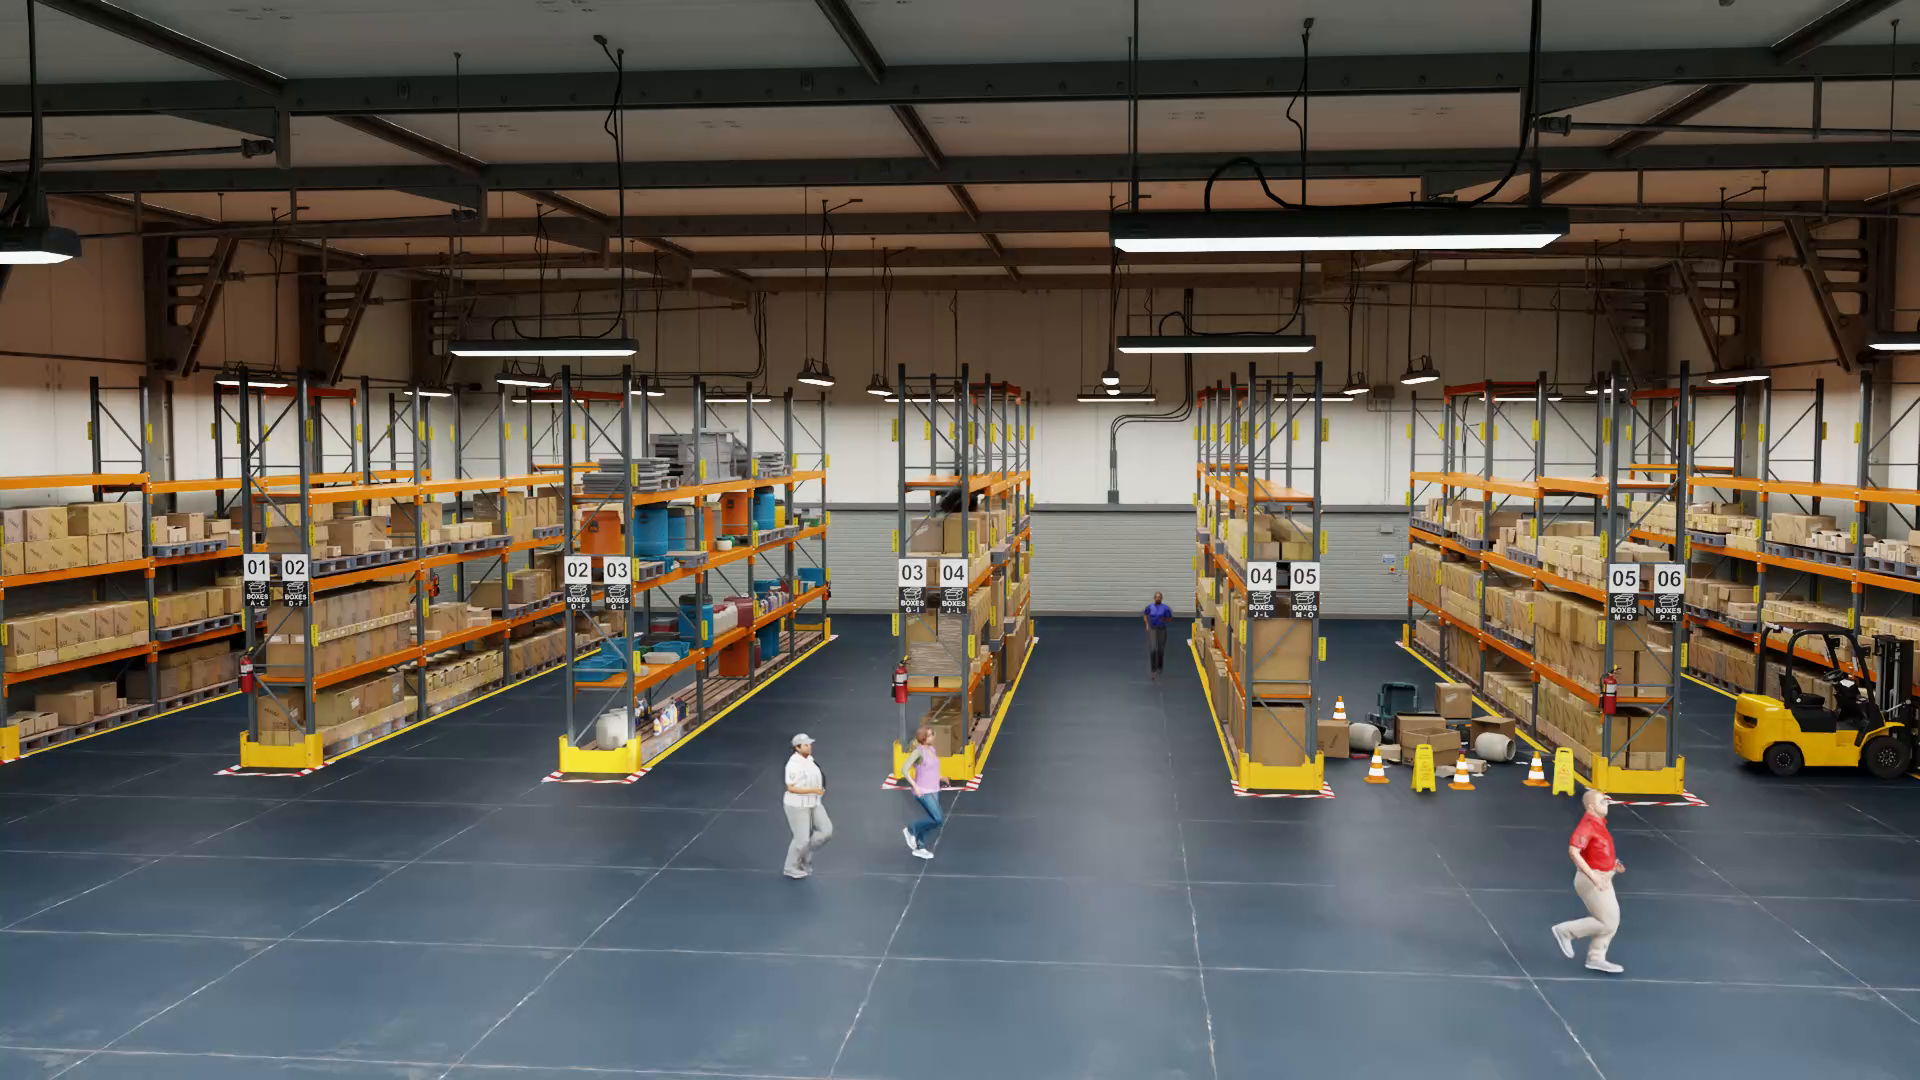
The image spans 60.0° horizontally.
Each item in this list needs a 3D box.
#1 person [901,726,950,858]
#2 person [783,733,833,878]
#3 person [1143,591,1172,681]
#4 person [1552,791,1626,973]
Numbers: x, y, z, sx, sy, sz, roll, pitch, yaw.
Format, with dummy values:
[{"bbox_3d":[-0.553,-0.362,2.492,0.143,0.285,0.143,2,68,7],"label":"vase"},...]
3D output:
[{"bbox_3d":[-0.381,2.978,19.551,0.537,1.544,0.530,2,4,29],"label":"person"},{"bbox_3d":[-1.703,2.983,18.661,0.605,1.634,0.582,2,4,28],"label":"person"},{"bbox_3d":[3.878,1.860,32.605,0.558,1.710,0.722,0,4,4],"label":"person"},{"bbox_3d":[5.866,3.166,15.493,0.619,1.678,0.679,2,4,27],"label":"person"}]
